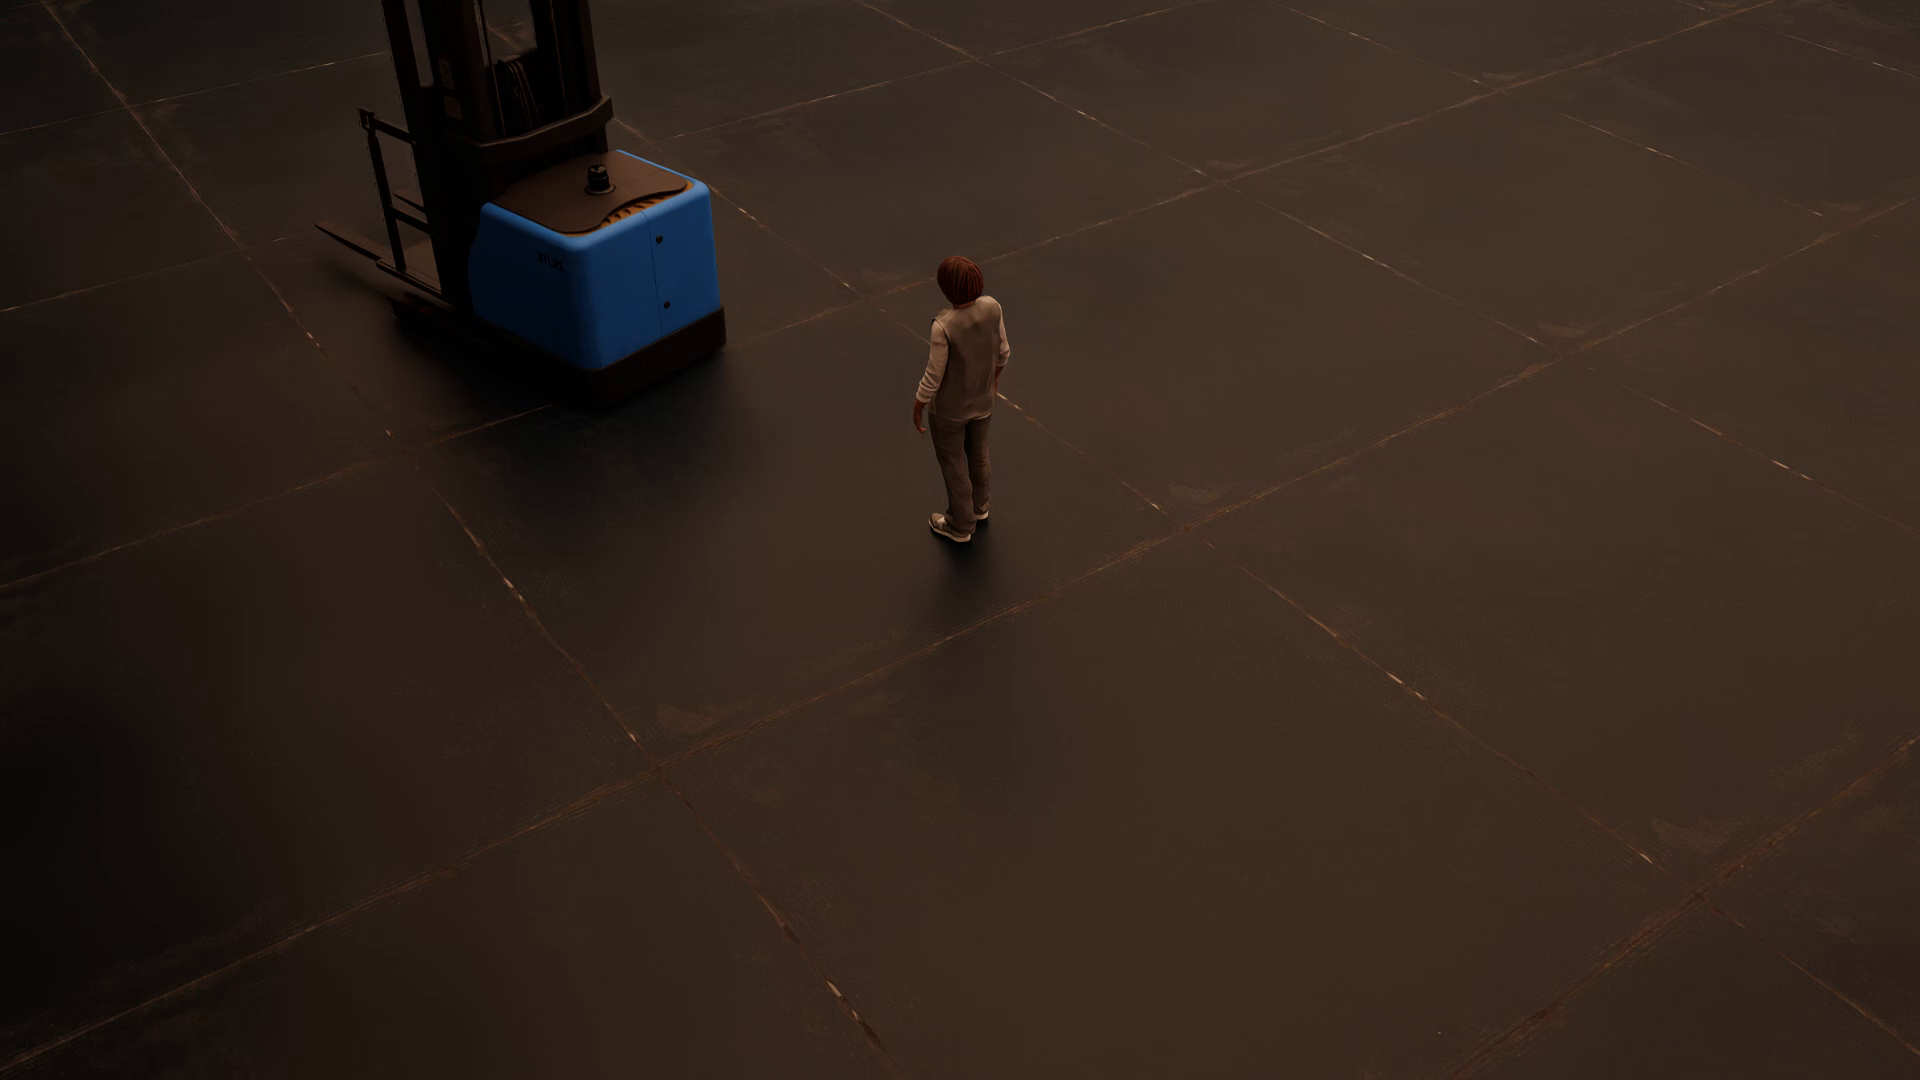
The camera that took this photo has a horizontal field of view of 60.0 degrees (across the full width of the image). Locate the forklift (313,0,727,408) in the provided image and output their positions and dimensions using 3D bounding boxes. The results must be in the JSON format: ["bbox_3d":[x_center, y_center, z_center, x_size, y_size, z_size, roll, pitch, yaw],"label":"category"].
[{"bbox_3d":[-2.843,-2.648,9.526,3.031,2.935,1.130,26,44,31],"label":"forklift"}]

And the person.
[{"bbox_3d":[-0.031,-0.689,7.985,0.520,1.597,0.475,-23,42,-28],"label":"person"}]
